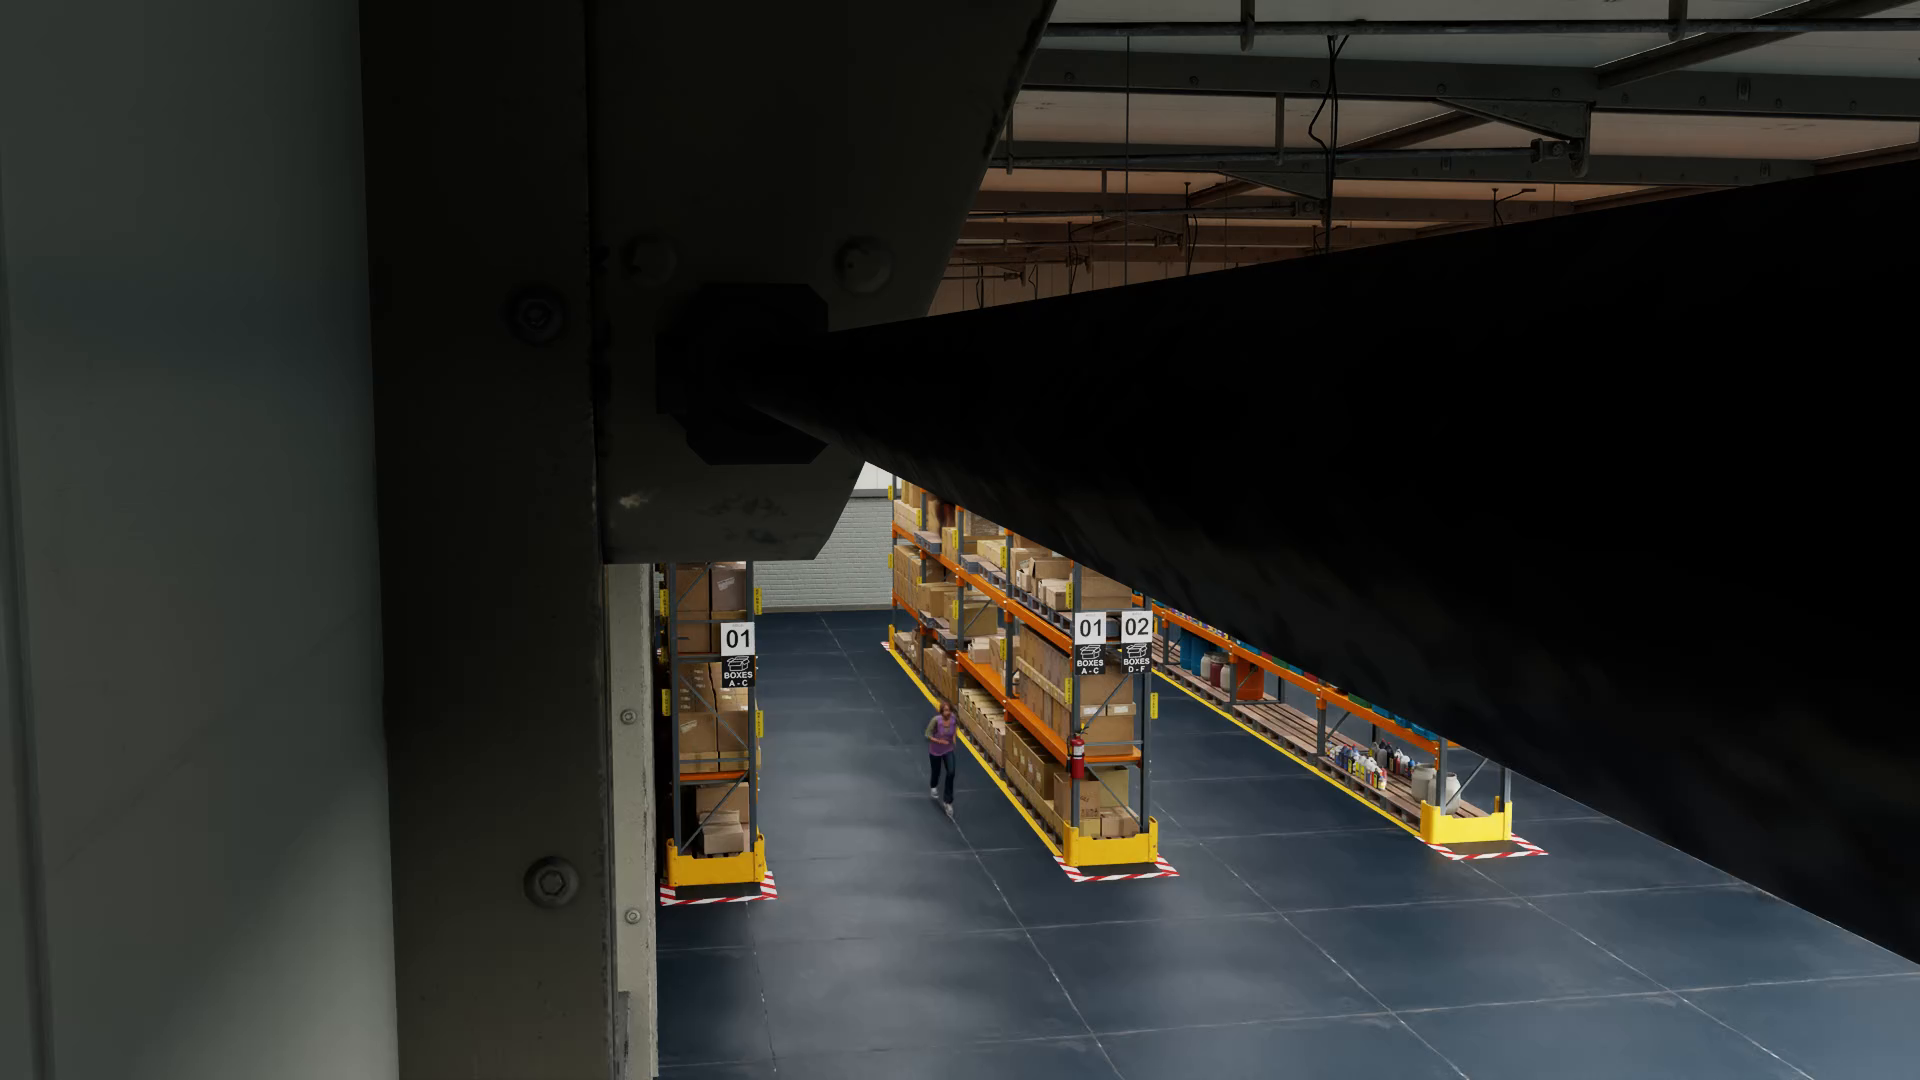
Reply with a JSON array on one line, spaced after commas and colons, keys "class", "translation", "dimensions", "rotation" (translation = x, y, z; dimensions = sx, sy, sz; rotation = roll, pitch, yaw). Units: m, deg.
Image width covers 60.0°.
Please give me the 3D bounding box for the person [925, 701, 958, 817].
[{"class": "person", "translation": [-0.270, 3.019, 23.476], "dimensions": [0.539, 1.596, 0.951], "rotation": [-2, 6, -14]}]
